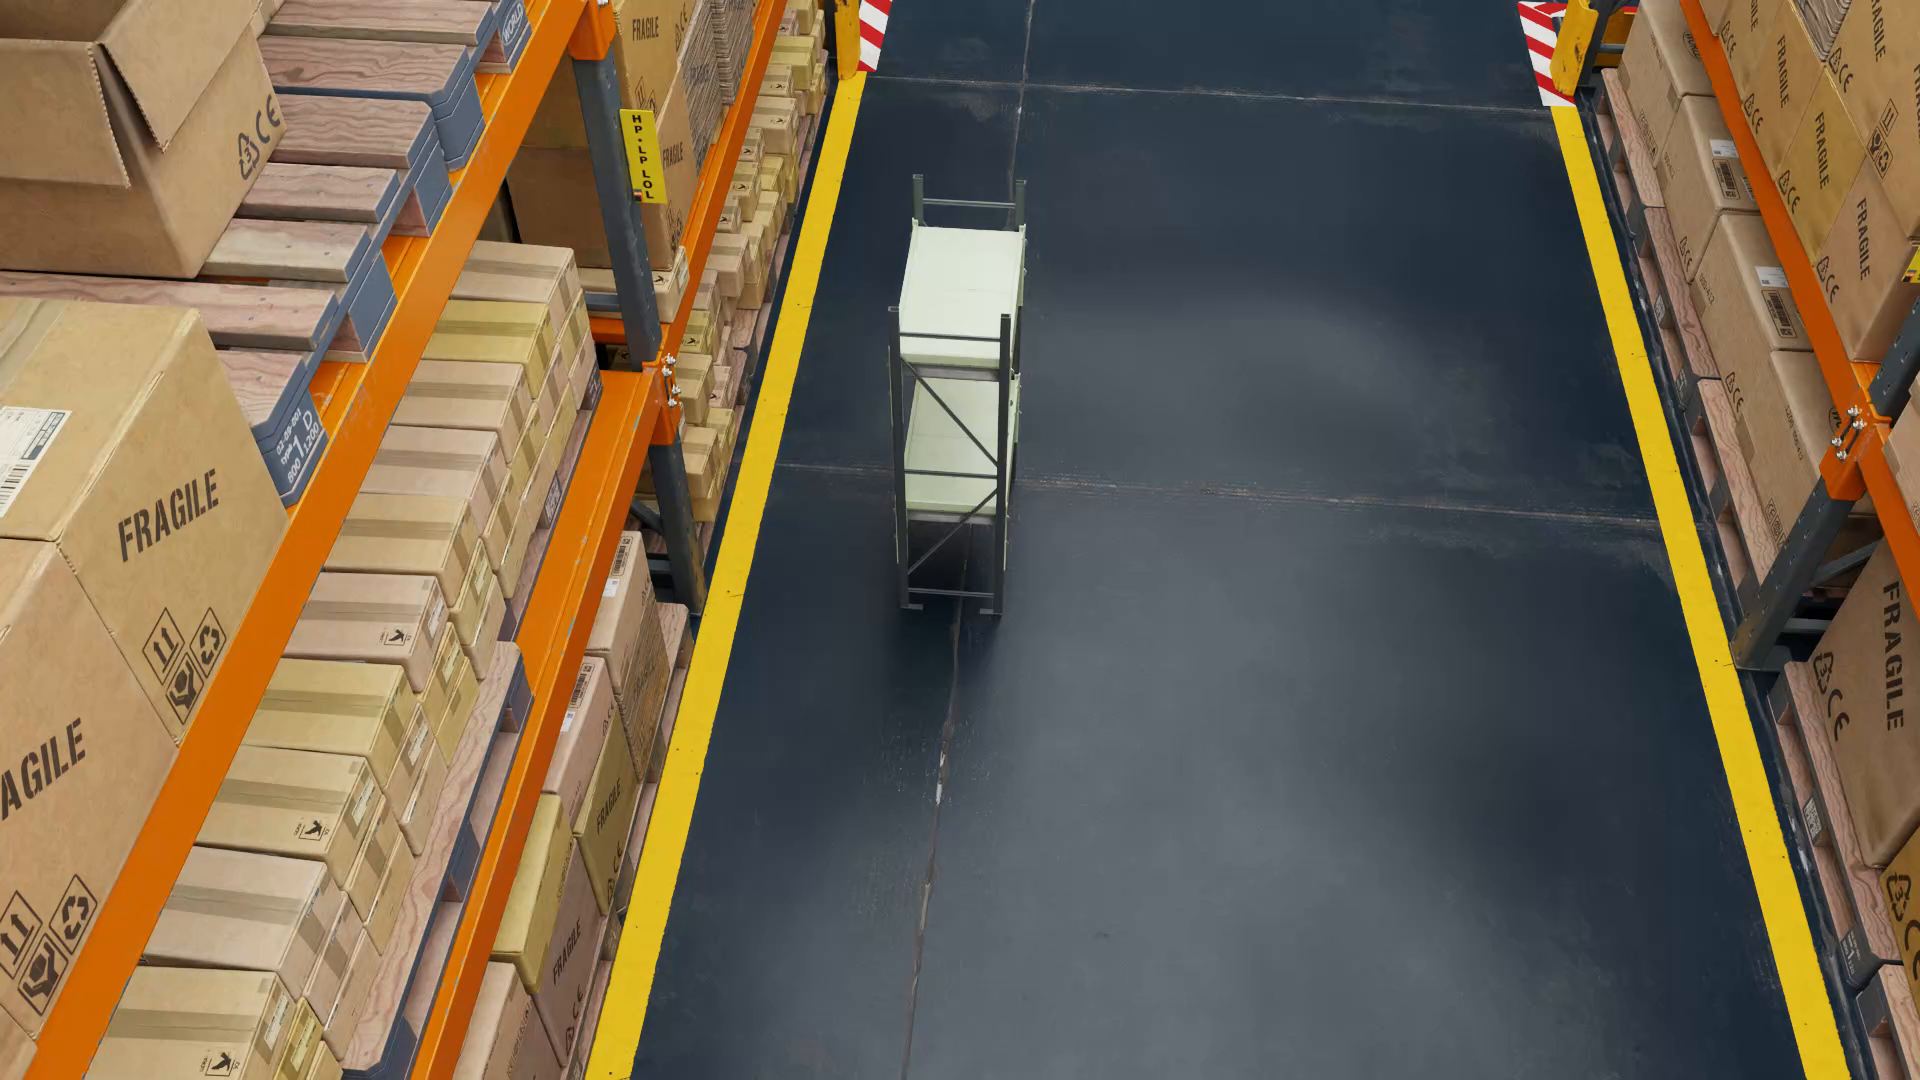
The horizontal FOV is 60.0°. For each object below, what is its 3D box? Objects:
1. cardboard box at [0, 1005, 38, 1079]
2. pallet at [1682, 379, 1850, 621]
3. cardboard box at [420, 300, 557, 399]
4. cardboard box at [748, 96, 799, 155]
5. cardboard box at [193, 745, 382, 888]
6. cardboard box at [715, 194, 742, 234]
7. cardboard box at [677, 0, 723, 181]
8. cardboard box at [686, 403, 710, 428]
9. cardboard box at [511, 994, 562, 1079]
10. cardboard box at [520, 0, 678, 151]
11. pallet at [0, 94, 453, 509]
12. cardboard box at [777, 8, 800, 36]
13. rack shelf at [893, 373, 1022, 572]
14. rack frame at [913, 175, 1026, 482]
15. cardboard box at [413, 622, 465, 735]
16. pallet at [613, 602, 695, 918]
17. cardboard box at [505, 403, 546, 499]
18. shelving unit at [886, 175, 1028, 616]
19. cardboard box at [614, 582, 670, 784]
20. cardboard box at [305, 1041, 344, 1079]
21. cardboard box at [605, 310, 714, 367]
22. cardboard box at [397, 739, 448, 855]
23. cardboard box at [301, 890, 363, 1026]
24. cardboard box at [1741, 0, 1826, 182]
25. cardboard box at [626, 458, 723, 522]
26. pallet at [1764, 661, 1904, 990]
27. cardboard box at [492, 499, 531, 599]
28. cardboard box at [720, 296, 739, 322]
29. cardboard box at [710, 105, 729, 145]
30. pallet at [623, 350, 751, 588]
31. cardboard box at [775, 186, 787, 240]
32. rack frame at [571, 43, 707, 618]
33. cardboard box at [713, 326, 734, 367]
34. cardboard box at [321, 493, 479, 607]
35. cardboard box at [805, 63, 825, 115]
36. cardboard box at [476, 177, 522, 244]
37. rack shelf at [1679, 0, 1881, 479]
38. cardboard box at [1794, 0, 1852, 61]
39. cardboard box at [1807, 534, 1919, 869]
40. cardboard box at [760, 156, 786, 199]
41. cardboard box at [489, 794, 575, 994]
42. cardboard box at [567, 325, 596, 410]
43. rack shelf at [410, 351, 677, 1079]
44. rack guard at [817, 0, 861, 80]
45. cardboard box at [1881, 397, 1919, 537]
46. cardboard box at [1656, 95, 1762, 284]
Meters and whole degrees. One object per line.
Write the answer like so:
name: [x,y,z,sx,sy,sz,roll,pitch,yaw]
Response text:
cardboard box: [-1.547,0.702,1.974,0.500,0.500,0.500,4,48,4]
pallet: [3.586,-0.143,6.738,1.003,0.211,1.213,4,48,4]
cardboard box: [-1.365,-0.541,4.695,0.380,0.149,0.250,3,48,2]
cardboard box: [-0.964,-1.936,7.732,0.380,0.149,0.250,5,48,5]
cardboard box: [-1.511,0.600,3.651,0.380,0.149,0.250,5,48,5]
cardboard box: [-1.155,-1.377,7.221,0.380,0.149,0.250,2,48,2]
cardboard box: [-1.165,-1.634,5.943,0.500,0.500,0.500,4,48,4]
cardboard box: [-1.214,-0.506,6.626,0.380,0.149,0.250,4,48,4]
cardboard box: [-1.461,1.602,4.661,0.500,0.500,0.500,3,48,3]
cardboard box: [-1.216,-1.576,5.212,0.500,0.500,0.500,5,48,4]
pallet: [-1.753,-0.529,3.296,1.213,0.211,1.003,4,48,4]
cardboard box: [-1.011,-2.522,8.268,0.380,0.149,0.250,5,48,4]
rack shelf: [-0.001,-0.281,6.433,0.431,0.370,0.720,4,48,4]
rack frame: [0.033,-0.770,6.438,0.400,1.500,0.023,4,48,4]
cardboard box: [-1.456,0.328,4.101,0.380,0.149,0.250,4,48,4]
pallet: [-1.569,0.724,5.945,1.003,0.211,1.213,4,48,4]
cardboard box: [-1.387,-0.265,4.644,0.380,0.149,0.250,6,48,5]
shelving unit: [-0.001,-0.501,6.192,0.431,1.500,0.755,4,48,4]
cardboard box: [-1.316,0.473,5.694,0.500,0.500,0.500,3,48,3]
cardboard box: [-1.550,1.184,3.520,0.380,0.149,0.250,6,48,5]
cardboard box: [-1.204,-0.796,6.690,0.380,0.149,0.250,3,48,3]
cardboard box: [-1.478,0.612,4.043,0.380,0.149,0.250,2,48,2]
cardboard box: [-1.530,0.887,3.590,0.380,0.149,0.250,4,48,4]
cardboard box: [3.300,-1.671,6.178,0.500,0.500,0.500,3,48,3]
cardboard box: [-1.146,-0.215,6.561,0.380,0.149,0.250,2,48,2]
pallet: [3.444,0.983,5.708,1.003,0.211,1.213,4,48,4]
cardboard box: [-1.409,0.017,4.587,0.380,0.149,0.250,2,48,2]
cardboard box: [-1.152,-1.086,7.156,0.380,0.149,0.250,6,48,5]
cardboard box: [-1.107,-1.665,6.410,0.380,0.149,0.250,5,48,4]
pallet: [-1.473,-0.344,6.922,1.003,0.211,1.213,4,48,4]
cardboard box: [-1.023,-1.550,7.782,0.380,0.149,0.250,5,48,4]
rack frame: [-1.499,-0.789,5.439,1.000,3.000,0.127,4,48,4]
cardboard box: [-1.178,-0.786,7.084,0.380,0.149,0.250,3,48,3]
cardboard box: [-1.440,0.022,4.180,0.380,0.149,0.250,2,48,2]
cardboard box: [-0.898,-2.312,8.479,0.380,0.149,0.250,5,48,5]
cardboard box: [-1.737,-1.298,5.635,0.500,0.500,0.500,4,48,4]
rack shelf: [3.621,-1.757,6.812,1.077,0.370,4.000,4,48,4]
cardboard box: [3.299,-2.014,5.814,0.500,0.500,0.500,4,48,4]
cardboard box: [3.462,0.506,5.410,0.875,0.875,0.875,5,48,5]
cardboard box: [-1.021,-1.651,7.673,0.380,0.149,0.250,6,48,5]
cardboard box: [-1.410,0.990,4.713,0.500,0.250,0.500,2,48,2]
cardboard box: [-1.339,-0.541,5.098,0.380,0.149,0.250,3,48,3]
rack shelf: [-1.682,0.923,4.360,1.077,0.370,4.000,4,48,4]
rack guard: [-1.142,-2.829,8.999,1.175,0.500,0.348,4,48,4]
cardboard box: [3.136,-0.174,4.978,0.500,0.250,0.500,3,48,3]
cardboard box: [3.768,-1.582,7.616,0.875,0.438,0.875,5,48,5]
